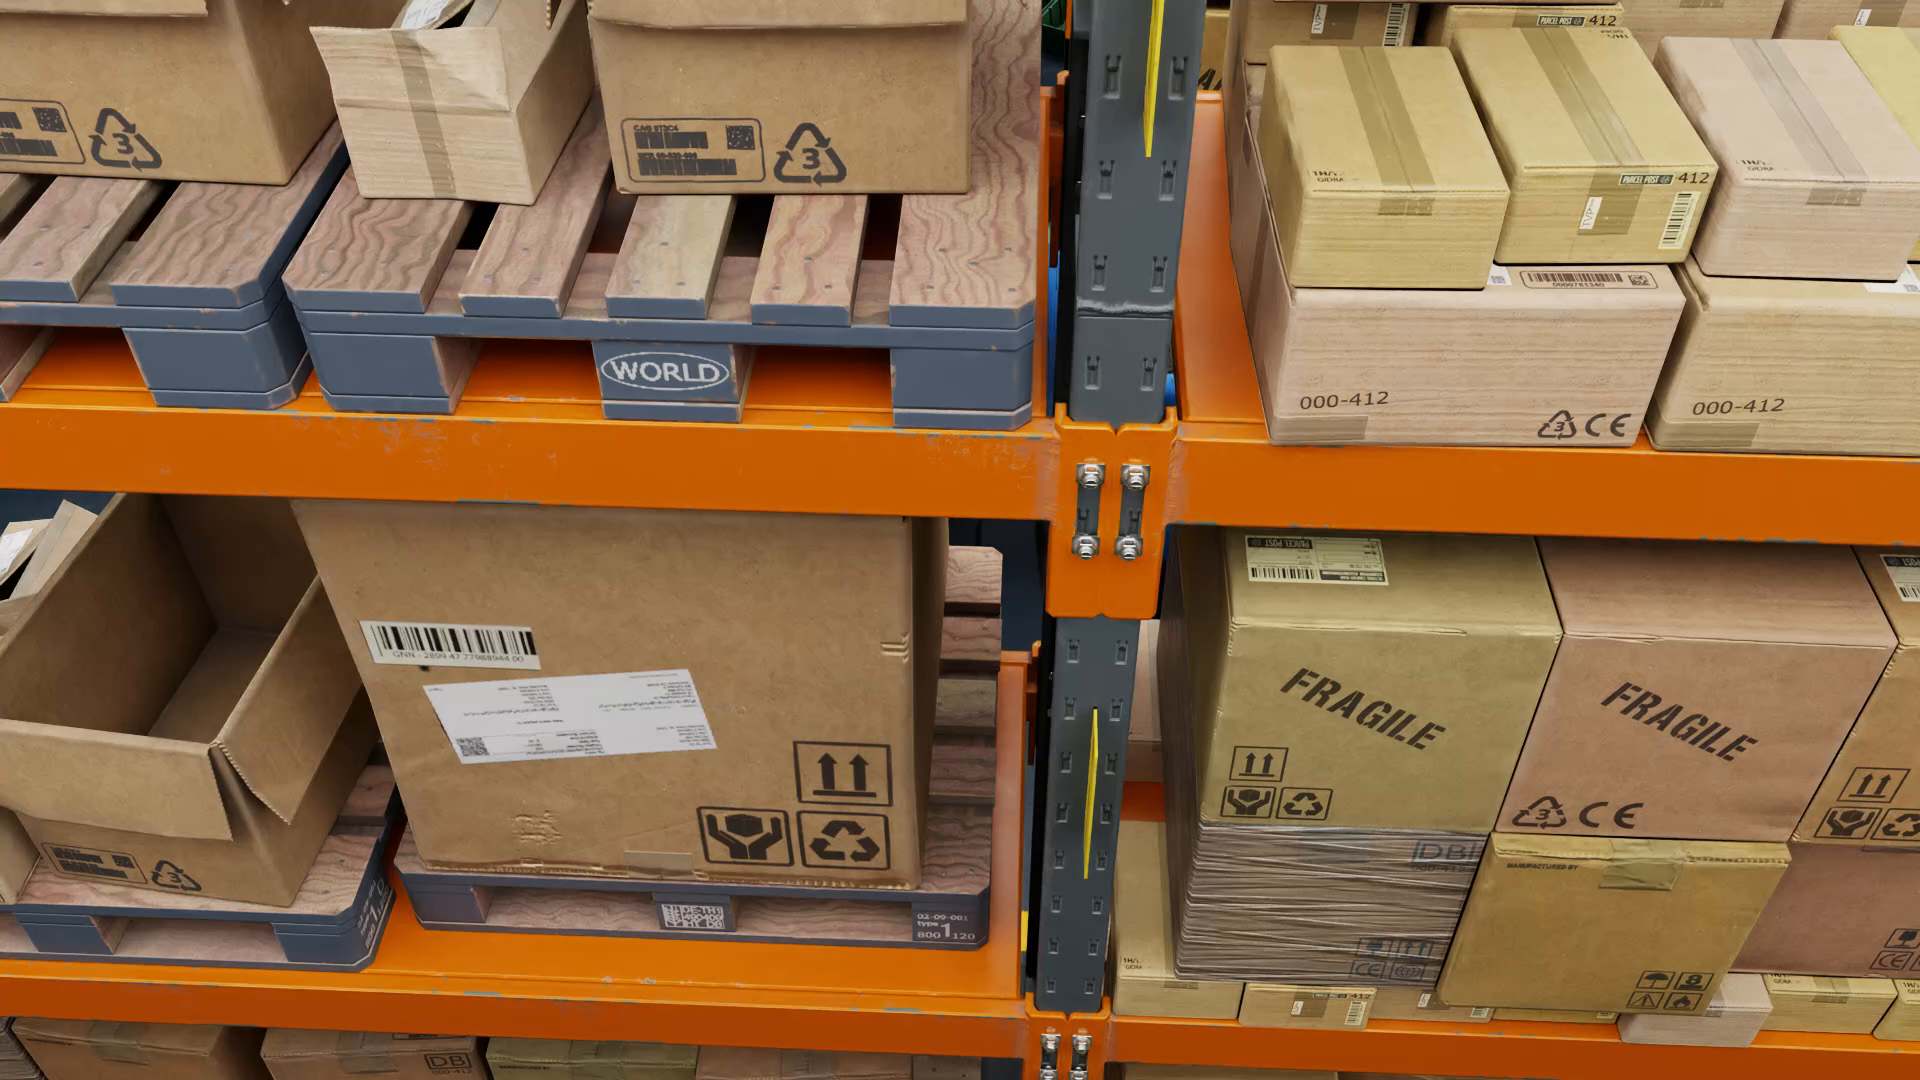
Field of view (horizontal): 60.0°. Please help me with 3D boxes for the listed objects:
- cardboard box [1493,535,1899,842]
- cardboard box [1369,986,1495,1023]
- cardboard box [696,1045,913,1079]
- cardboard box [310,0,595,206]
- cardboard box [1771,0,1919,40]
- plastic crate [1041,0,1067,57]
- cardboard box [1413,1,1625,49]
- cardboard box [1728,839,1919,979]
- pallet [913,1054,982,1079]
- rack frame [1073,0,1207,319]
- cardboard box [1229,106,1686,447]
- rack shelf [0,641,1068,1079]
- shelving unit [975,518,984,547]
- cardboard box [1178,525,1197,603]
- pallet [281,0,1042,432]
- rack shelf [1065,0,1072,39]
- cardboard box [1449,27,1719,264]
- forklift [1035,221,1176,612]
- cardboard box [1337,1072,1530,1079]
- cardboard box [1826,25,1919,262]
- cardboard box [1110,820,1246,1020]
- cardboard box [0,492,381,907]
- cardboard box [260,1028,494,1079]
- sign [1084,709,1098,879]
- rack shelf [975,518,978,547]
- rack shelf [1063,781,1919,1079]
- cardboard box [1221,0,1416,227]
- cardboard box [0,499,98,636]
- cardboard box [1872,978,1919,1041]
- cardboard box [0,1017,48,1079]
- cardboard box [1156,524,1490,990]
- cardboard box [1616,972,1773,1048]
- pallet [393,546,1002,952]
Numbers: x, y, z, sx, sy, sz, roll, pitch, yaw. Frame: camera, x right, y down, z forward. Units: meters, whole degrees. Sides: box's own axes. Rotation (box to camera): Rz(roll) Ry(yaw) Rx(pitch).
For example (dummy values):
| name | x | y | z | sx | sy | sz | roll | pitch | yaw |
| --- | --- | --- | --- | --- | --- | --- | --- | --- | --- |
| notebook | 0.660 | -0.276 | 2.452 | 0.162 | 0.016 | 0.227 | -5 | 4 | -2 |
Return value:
| name | x | y | z | sx | sy | sz | roll | pitch | yaw |
| --- | --- | --- | --- | --- | --- | --- | --- | --- | --- |
| cardboard box | 1.174 | 0.159 | 2.854 | 0.500 | 0.500 | 0.500 | 2 | 43 | 2 |
| cardboard box | 0.938 | 0.777 | 3.399 | 0.250 | 0.149 | 0.380 | 2 | 43 | 2 |
| cardboard box | -0.376 | 1.189 | 4.284 | 0.500 | 0.500 | 0.700 | -1 | 43 | -1 |
| cardboard box | -0.707 | -0.694 | 2.384 | 0.258 | 0.266 | 0.396 | 3 | 43 | 3 |
| cardboard box | 1.369 | -0.897 | 2.629 | 0.250 | 0.149 | 0.380 | 1 | 43 | 1 |
| plastic crate | 0.794 | -2.785 | 9.059 | 0.662 | 0.188 | 0.450 | 24 | 58 | 23 |
| cardboard box | 0.837 | -0.836 | 2.564 | 0.250 | 0.149 | 0.380 | 2 | 43 | 2 |
| cardboard box | 1.685 | 0.365 | 3.366 | 0.500 | 0.500 | 0.875 | 2 | 43 | 2 |
| pallet | -0.541 | 1.466 | 4.521 | 1.213 | 0.211 | 1.003 | 2 | 43 | 2 |
| rack frame | 0.237 | -1.726 | 1.501 | 0.127 | 3.000 | 1.000 | 2 | 43 | 2 |
| cardboard box | 0.675 | -0.386 | 2.373 | 0.500 | 0.250 | 0.500 | 0 | 43 | 0 |
| rack shelf | -1.761 | 0.670 | 3.857 | 4.000 | 0.370 | 1.077 | 2 | 43 | 2 |
| shelving unit | -0.165 | -0.773 | 5.540 | 0.503 | 2.100 | 0.431 | 2 | 43 | 2 |
| cardboard box | 0.699 | -0.216 | 3.256 | 0.500 | 0.500 | 0.500 | 2 | 43 | 2 |
| pallet | -0.375 | -0.652 | 2.686 | 1.003 | 0.211 | 1.213 | 2 | 43 | 2 |
| rack shelf | -1.437 | -2.704 | 7.480 | 4.000 | 0.370 | 1.077 | 2 | 43 | 2 |
| cardboard box | 0.817 | -0.538 | 2.244 | 0.250 | 0.149 | 0.380 | 0 | 43 | 0 |
| forklift | 1.794 | -1.150 | 5.334 | 3.031 | 2.935 | 1.130 | -1 | 43 | -1 |
| cardboard box | 1.207 | 1.282 | 4.199 | 0.500 | 0.500 | 0.500 | 15 | 45 | 15 |
| cardboard box | 1.334 | -0.537 | 2.243 | 0.250 | 0.149 | 0.380 | 3 | 43 | 3 |
| cardboard box | 0.438 | 0.772 | 3.405 | 0.250 | 0.149 | 0.380 | 2 | 43 | 2 |
| cardboard box | -1.499 | 0.287 | 3.358 | 0.637 | 0.503 | 0.797 | 6 | 43 | 6 |
| cardboard box | -1.410 | 1.144 | 4.332 | 0.500 | 0.500 | 0.700 | -2 | 43 | -2 |
| sign | 0.215 | 0.423 | 2.746 | 0.005 | 0.325 | 0.100 | 2 | 43 | 2 |
| rack shelf | -0.165 | -0.251 | 6.026 | 0.480 | 0.518 | 0.431 | 2 | 43 | 2 |
| rack shelf | 2.235 | 0.793 | 3.726 | 4.000 | 0.370 | 1.077 | 2 | 43 | 2 |
| cardboard box | 0.704 | -0.738 | 2.751 | 0.500 | 0.250 | 0.500 | 3 | 43 | 3 |
| cardboard box | -2.081 | 0.109 | 3.723 | 0.258 | 0.266 | 0.396 | 1 | 43 | 1 |
| cardboard box | 1.937 | 0.809 | 3.365 | 0.250 | 0.149 | 0.380 | 2 | 43 | 2 |
| cardboard box | -2.534 | 1.115 | 4.364 | 0.500 | 0.500 | 0.700 | -2 | 43 | -2 |
| cardboard box | 0.683 | 0.379 | 3.351 | 0.500 | 0.500 | 0.875 | 2 | 43 | 2 |
| cardboard box | 1.436 | 0.814 | 3.360 | 0.250 | 0.149 | 0.380 | 2 | 43 | 2 |
| pallet | -0.520 | 0.416 | 3.743 | 1.213 | 0.211 | 1.003 | 2 | 43 | 2 |
